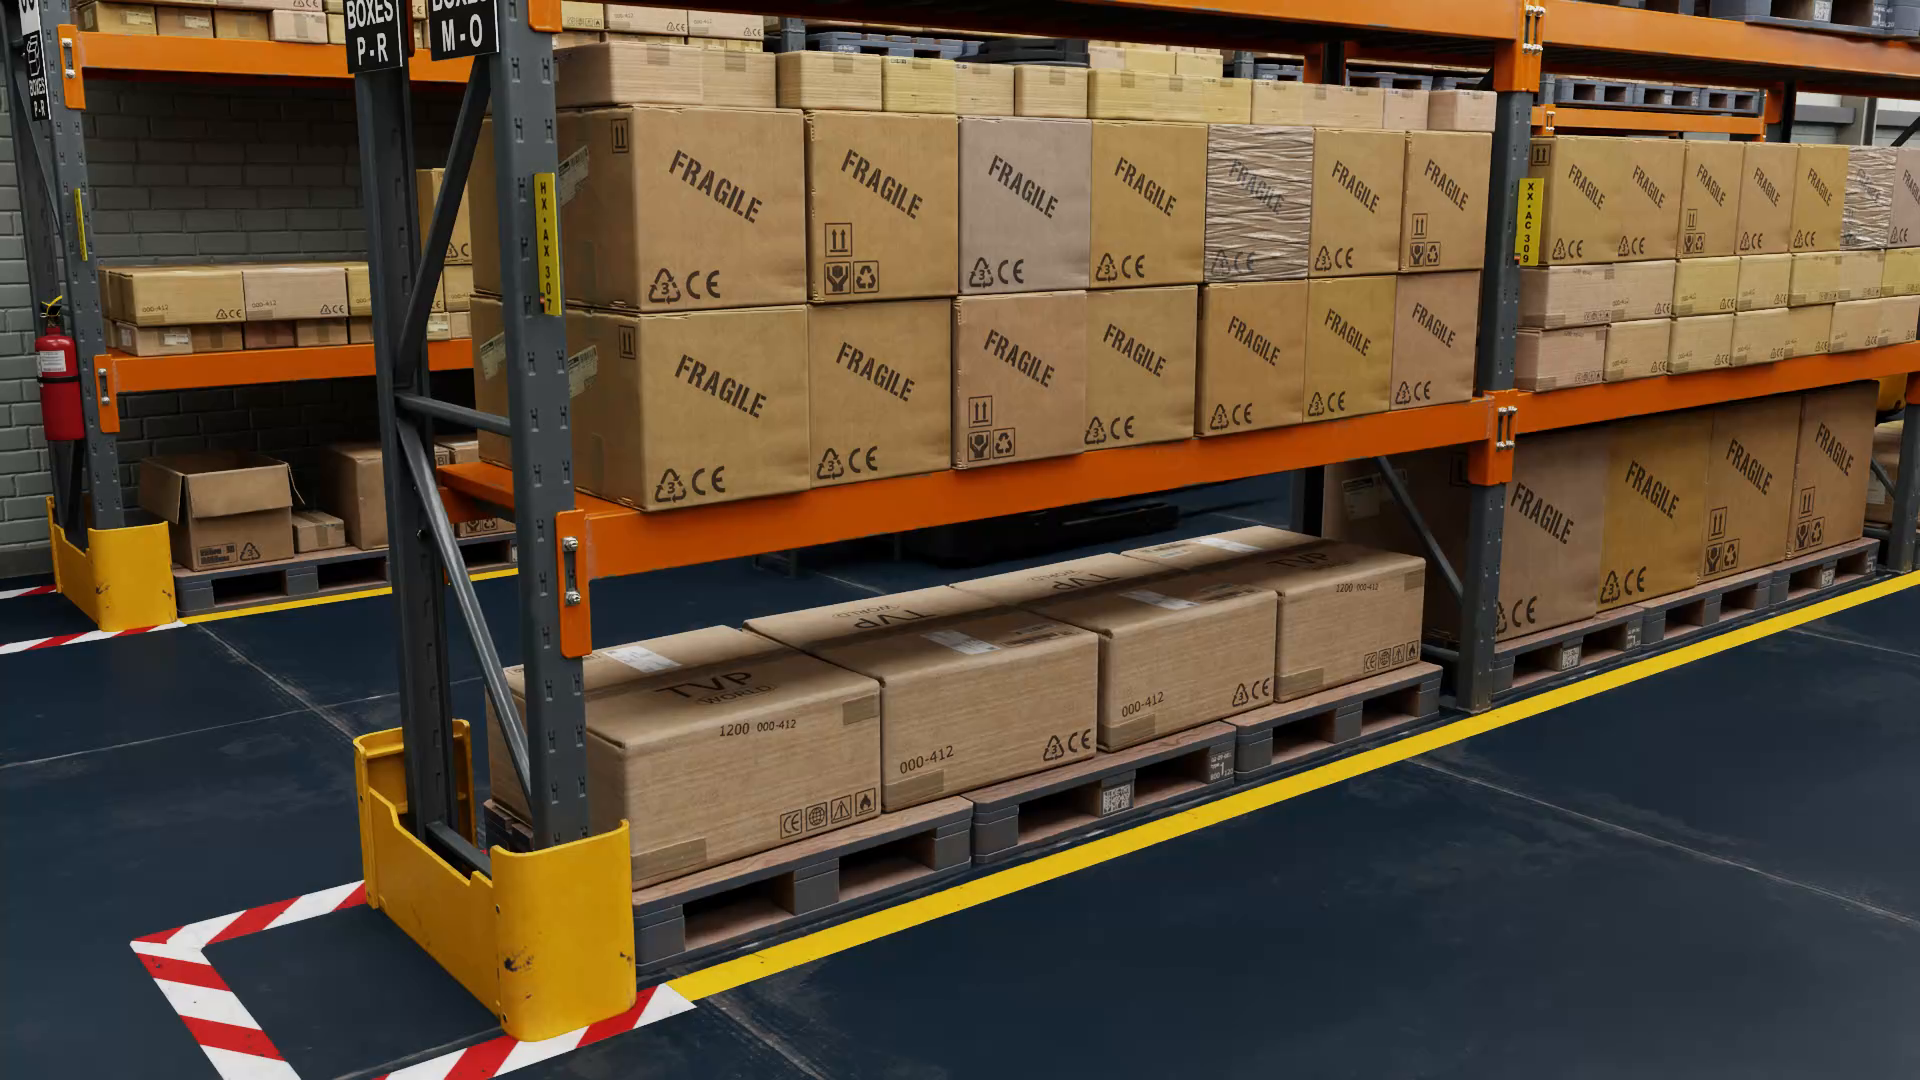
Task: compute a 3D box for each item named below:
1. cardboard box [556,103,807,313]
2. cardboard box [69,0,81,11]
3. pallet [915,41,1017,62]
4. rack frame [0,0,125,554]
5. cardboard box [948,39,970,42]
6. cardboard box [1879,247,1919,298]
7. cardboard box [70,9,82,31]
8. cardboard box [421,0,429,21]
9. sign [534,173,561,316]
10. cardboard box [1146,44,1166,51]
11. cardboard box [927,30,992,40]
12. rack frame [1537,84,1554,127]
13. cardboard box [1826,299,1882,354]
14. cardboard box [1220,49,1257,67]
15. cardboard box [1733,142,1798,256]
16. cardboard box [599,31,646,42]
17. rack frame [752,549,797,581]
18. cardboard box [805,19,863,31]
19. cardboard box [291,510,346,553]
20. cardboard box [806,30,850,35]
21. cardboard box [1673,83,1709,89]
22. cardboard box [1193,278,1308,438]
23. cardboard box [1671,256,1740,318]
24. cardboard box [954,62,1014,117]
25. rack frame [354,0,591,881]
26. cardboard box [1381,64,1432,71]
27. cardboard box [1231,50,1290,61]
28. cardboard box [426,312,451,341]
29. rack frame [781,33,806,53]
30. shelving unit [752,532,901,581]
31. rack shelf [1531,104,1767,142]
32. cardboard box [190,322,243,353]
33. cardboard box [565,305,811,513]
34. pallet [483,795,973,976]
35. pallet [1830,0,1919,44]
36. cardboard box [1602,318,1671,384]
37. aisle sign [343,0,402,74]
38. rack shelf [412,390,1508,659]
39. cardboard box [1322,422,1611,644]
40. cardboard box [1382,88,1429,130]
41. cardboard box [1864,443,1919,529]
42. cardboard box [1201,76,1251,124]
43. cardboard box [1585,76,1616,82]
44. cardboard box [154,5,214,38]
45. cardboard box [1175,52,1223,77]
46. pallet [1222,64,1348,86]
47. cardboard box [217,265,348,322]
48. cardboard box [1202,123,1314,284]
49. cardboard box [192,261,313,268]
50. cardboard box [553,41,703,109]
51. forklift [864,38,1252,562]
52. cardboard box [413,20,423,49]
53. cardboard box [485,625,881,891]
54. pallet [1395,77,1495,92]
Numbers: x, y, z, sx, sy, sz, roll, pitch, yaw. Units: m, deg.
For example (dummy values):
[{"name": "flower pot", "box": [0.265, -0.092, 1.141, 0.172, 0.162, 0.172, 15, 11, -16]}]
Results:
[{"name": "cardboard box", "box": [-0.753, -0.873, 4.371, 0.500, 0.500, 0.500, -10, 15, -39]}, {"name": "cardboard box", "box": [-4.232, -2.765, 8.351, 0.500, 0.250, 0.500, -10, 15, -39]}, {"name": "pallet", "box": [0.075, -3.226, 11.332, 1.003, 0.211, 1.213, -9, 15, -38]}, {"name": "rack frame", "box": [-4.409, -1.124, 8.199, 0.127, 3.000, 1.000, -9, 15, -38]}, {"name": "cardboard box", "box": [-0.135, -3.475, 11.404, 0.250, 0.149, 0.380, -9, 15, -37]}, {"name": "cardboard box", "box": [4.722, -1.424, 8.772, 0.500, 0.250, 0.500, -10, 15, -38]}, {"name": "cardboard box", "box": [-4.304, -2.547, 8.285, 0.250, 0.149, 0.380, -9, 15, -36]}, {"name": "cardboard box", "box": [-2.711, -2.881, 8.898, 0.500, 0.250, 0.500, -10, 15, -39]}, {"name": "sign", "box": [-0.963, -0.690, 3.884, 0.005, 0.325, 0.100, -9, 15, -38]}, {"name": "cardboard box", "box": [1.276, -3.605, 12.065, 0.250, 0.149, 0.380, -9, 15, -36]}, {"name": "cardboard box", "box": [-0.008, -3.349, 10.808, 0.250, 0.149, 0.380, -10, 15, -38]}, {"name": "rack frame", "box": [4.961, -2.681, 15.532, 0.127, 3.000, 1.000, -9, 15, -38]}, {"name": "cardboard box", "box": [4.320, -1.107, 8.482, 0.500, 0.250, 0.500, -9, 15, -37]}, {"name": "cardboard box", "box": [2.243, -3.946, 13.376, 0.500, 0.250, 0.500, -9, 15, -38]}, {"name": "cardboard box", "box": [3.514, -1.590, 7.746, 0.500, 0.500, 0.500, -10, 15, -39]}, {"name": "cardboard box", "box": [-1.985, -2.797, 9.461, 0.250, 0.149, 0.380, -10, 15, -38]}, {"name": "rack frame", "box": [-1.031, -0.544, 9.079, 0.023, 1.500, 0.400, -10, 16, -40]}, {"name": "cardboard box", "box": [-0.804, -3.216, 10.182, 0.250, 0.149, 0.380, -9, 15, -37]}, {"name": "cardboard box", "box": [-3.516, -0.047, 8.982, 0.250, 0.149, 0.380, -10, 16, -40]}, {"name": "cardboard box", "box": [-0.915, -3.328, 10.712, 0.250, 0.149, 0.380, -9, 15, -36]}, {"name": "cardboard box", "box": [7.029, -4.757, 16.594, 0.500, 0.500, 0.700, -9, 15, -37]}, {"name": "cardboard box", "box": [0.834, -0.650, 5.728, 0.500, 0.500, 0.500, -10, 15, -38]}, {"name": "cardboard box", "box": [3.138, -1.154, 7.499, 0.500, 0.250, 0.500, -9, 15, -37]}, {"name": "cardboard box", "box": [-0.054, -1.316, 4.895, 0.250, 0.149, 0.380, -9, 15, -37]}, {"name": "rack frame", "box": [-1.305, -0.319, 4.410, 0.127, 3.000, 1.000, -9, 15, -38]}, {"name": "cardboard box", "box": [3.690, -3.987, 13.817, 0.250, 0.149, 0.380, -10, 15, -38]}, {"name": "cardboard box", "box": [2.300, -3.765, 12.727, 0.250, 0.166, 0.380, -9, 15, -38]}, {"name": "cardboard box", "box": [-2.944, -1.158, 8.965, 0.250, 0.149, 0.380, -10, 16, -39]}, {"name": "rack frame", "box": [-1.286, -1.643, 10.643, 0.127, 3.000, 1.000, -9, 15, -38]}, {"name": "shelving unit", "box": [-0.755, -0.594, 9.314, 0.755, 1.500, 0.431, -10, 16, -40]}, {"name": "rack shelf", "box": [6.523, -4.056, 16.517, 4.000, 0.370, 1.077, -9, 15, -38]}, {"name": "cardboard box", "box": [-3.811, -1.039, 8.407, 0.250, 0.149, 0.380, -9, 15, -36]}, {"name": "cardboard box", "box": [-0.751, -0.384, 4.473, 0.500, 0.500, 0.500, -10, 15, -38]}, {"name": "pallet", "box": [-0.730, 0.929, 5.248, 1.213, 0.211, 1.003, -9, 15, -38]}, {"name": "pallet", "box": [4.472, -2.640, 8.572, 1.003, 0.211, 1.213, -9, 15, -35]}, {"name": "cardboard box", "box": [2.730, -0.846, 7.254, 0.500, 0.250, 0.500, -10, 16, -39]}, {"name": "aisle sign", "box": [-1.555, -1.632, 4.332, 0.004, 0.787, 0.394, -9, 15, -38]}, {"name": "rack shelf", "box": [0.256, -0.227, 5.706, 4.000, 0.370, 1.077, -9, 15, -38]}, {"name": "cardboard box", "box": [2.252, -0.098, 7.471, 0.875, 0.875, 0.875, -9, 15, -36]}, {"name": "cardboard box", "box": [1.503, -1.585, 6.163, 0.250, 0.149, 0.380, -9, 15, -36]}, {"name": "cardboard box", "box": [5.389, -0.349, 9.865, 0.625, 0.372, 0.950, -11, 16, -41]}, {"name": "cardboard box", "box": [0.739, -1.446, 5.508, 0.250, 0.149, 0.380, -10, 15, -39]}, {"name": "cardboard box", "box": [5.763, -4.427, 15.498, 0.500, 0.311, 0.500, -9, 15, -37]}, {"name": "cardboard box", "box": [-3.827, -2.510, 8.111, 0.250, 0.149, 0.380, -9, 15, -37]}, {"name": "cardboard box", "box": [1.589, -3.450, 12.292, 0.500, 0.250, 0.500, -10, 16, -40]}, {"name": "pallet", "box": [2.312, -3.639, 13.278, 1.003, 0.211, 1.213, -9, 15, -35]}, {"name": "cardboard box", "box": [-3.493, -1.276, 8.563, 0.500, 0.250, 0.500, -9, 15, -37]}, {"name": "cardboard box", "box": [0.829, -1.138, 5.618, 0.500, 0.500, 0.500, -9, 15, -37]}, {"name": "cardboard box", "box": [-3.812, -1.365, 8.981, 0.500, 0.250, 0.500, -9, 15, -37]}, {"name": "cardboard box", "box": [-0.855, -1.175, 4.233, 0.250, 0.149, 0.380, -9, 15, -36]}, {"name": "forklift", "box": [0.737, -1.540, 10.324, 3.031, 2.935, 1.130, -10, 16, -40]}, {"name": "cardboard box", "box": [-3.002, -2.633, 8.692, 0.250, 0.149, 0.380, -10, 15, -38]}, {"name": "cardboard box", "box": [-0.852, 0.627, 5.112, 0.875, 0.438, 0.875, -10, 16, -40]}, {"name": "pallet", "box": [4.281, -3.938, 14.691, 1.217, 0.209, 0.805, -10, 16, -40]}]
